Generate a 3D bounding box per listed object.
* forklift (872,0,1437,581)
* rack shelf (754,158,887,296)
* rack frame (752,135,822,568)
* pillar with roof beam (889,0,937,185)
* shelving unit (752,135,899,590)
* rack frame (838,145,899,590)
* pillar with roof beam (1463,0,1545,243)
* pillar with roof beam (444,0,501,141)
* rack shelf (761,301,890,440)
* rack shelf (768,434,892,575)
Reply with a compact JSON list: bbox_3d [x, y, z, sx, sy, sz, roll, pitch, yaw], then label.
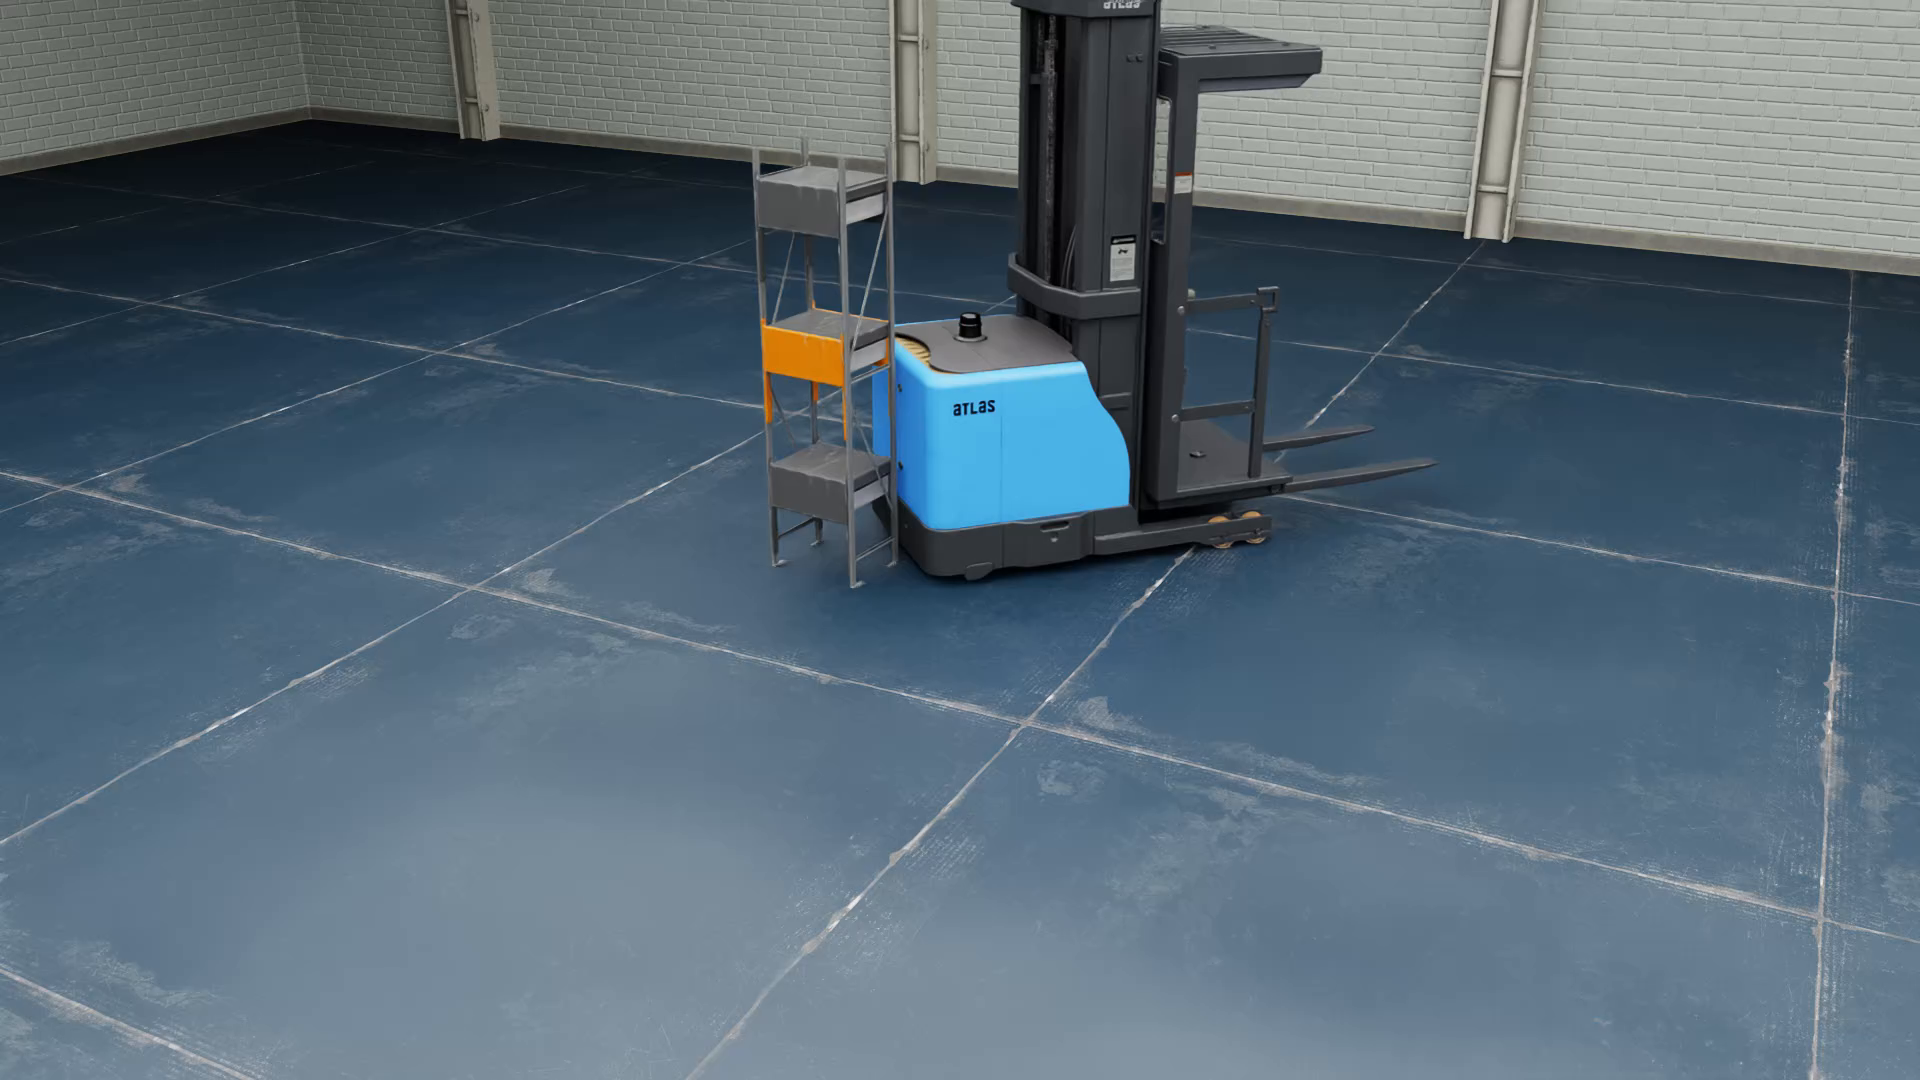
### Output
[{"bbox_3d":[1.100,-1.488,8.503,3.031,2.935,1.130,-8,24,-18],"label":"forklift"},{"bbox_3d":[-0.633,-1.472,7.774,0.480,0.518,0.431,14,27,30],"label":"rack shelf"},{"bbox_3d":[-0.838,-0.892,8.164,0.015,2.100,0.400,14,27,30],"label":"rack frame"},{"bbox_3d":[-2.430,-6.486,12.502,0.400,9.000,9.100,11,25,25],"label":"pillar with roof beam"},{"bbox_3d":[-0.633,-0.840,8.043,0.503,2.100,0.431,14,27,30],"label":"shelving unit"},{"bbox_3d":[-0.427,-0.789,7.922,0.015,2.100,0.400,14,27,30],"label":"rack frame"},{"bbox_3d":[2.925,-5.426,10.011,0.400,9.000,9.100,11,25,25],"label":"pillar with roof beam"},{"bbox_3d":[-7.784,-7.545,14.993,0.400,9.000,9.100,11,25,25],"label":"pillar with roof beam"},{"bbox_3d":[-0.633,-0.828,8.048,0.480,0.518,0.431,14,27,30],"label":"rack shelf"},{"bbox_3d":[-0.633,-0.183,8.322,0.480,0.518,0.431,14,27,30],"label":"rack shelf"}]
